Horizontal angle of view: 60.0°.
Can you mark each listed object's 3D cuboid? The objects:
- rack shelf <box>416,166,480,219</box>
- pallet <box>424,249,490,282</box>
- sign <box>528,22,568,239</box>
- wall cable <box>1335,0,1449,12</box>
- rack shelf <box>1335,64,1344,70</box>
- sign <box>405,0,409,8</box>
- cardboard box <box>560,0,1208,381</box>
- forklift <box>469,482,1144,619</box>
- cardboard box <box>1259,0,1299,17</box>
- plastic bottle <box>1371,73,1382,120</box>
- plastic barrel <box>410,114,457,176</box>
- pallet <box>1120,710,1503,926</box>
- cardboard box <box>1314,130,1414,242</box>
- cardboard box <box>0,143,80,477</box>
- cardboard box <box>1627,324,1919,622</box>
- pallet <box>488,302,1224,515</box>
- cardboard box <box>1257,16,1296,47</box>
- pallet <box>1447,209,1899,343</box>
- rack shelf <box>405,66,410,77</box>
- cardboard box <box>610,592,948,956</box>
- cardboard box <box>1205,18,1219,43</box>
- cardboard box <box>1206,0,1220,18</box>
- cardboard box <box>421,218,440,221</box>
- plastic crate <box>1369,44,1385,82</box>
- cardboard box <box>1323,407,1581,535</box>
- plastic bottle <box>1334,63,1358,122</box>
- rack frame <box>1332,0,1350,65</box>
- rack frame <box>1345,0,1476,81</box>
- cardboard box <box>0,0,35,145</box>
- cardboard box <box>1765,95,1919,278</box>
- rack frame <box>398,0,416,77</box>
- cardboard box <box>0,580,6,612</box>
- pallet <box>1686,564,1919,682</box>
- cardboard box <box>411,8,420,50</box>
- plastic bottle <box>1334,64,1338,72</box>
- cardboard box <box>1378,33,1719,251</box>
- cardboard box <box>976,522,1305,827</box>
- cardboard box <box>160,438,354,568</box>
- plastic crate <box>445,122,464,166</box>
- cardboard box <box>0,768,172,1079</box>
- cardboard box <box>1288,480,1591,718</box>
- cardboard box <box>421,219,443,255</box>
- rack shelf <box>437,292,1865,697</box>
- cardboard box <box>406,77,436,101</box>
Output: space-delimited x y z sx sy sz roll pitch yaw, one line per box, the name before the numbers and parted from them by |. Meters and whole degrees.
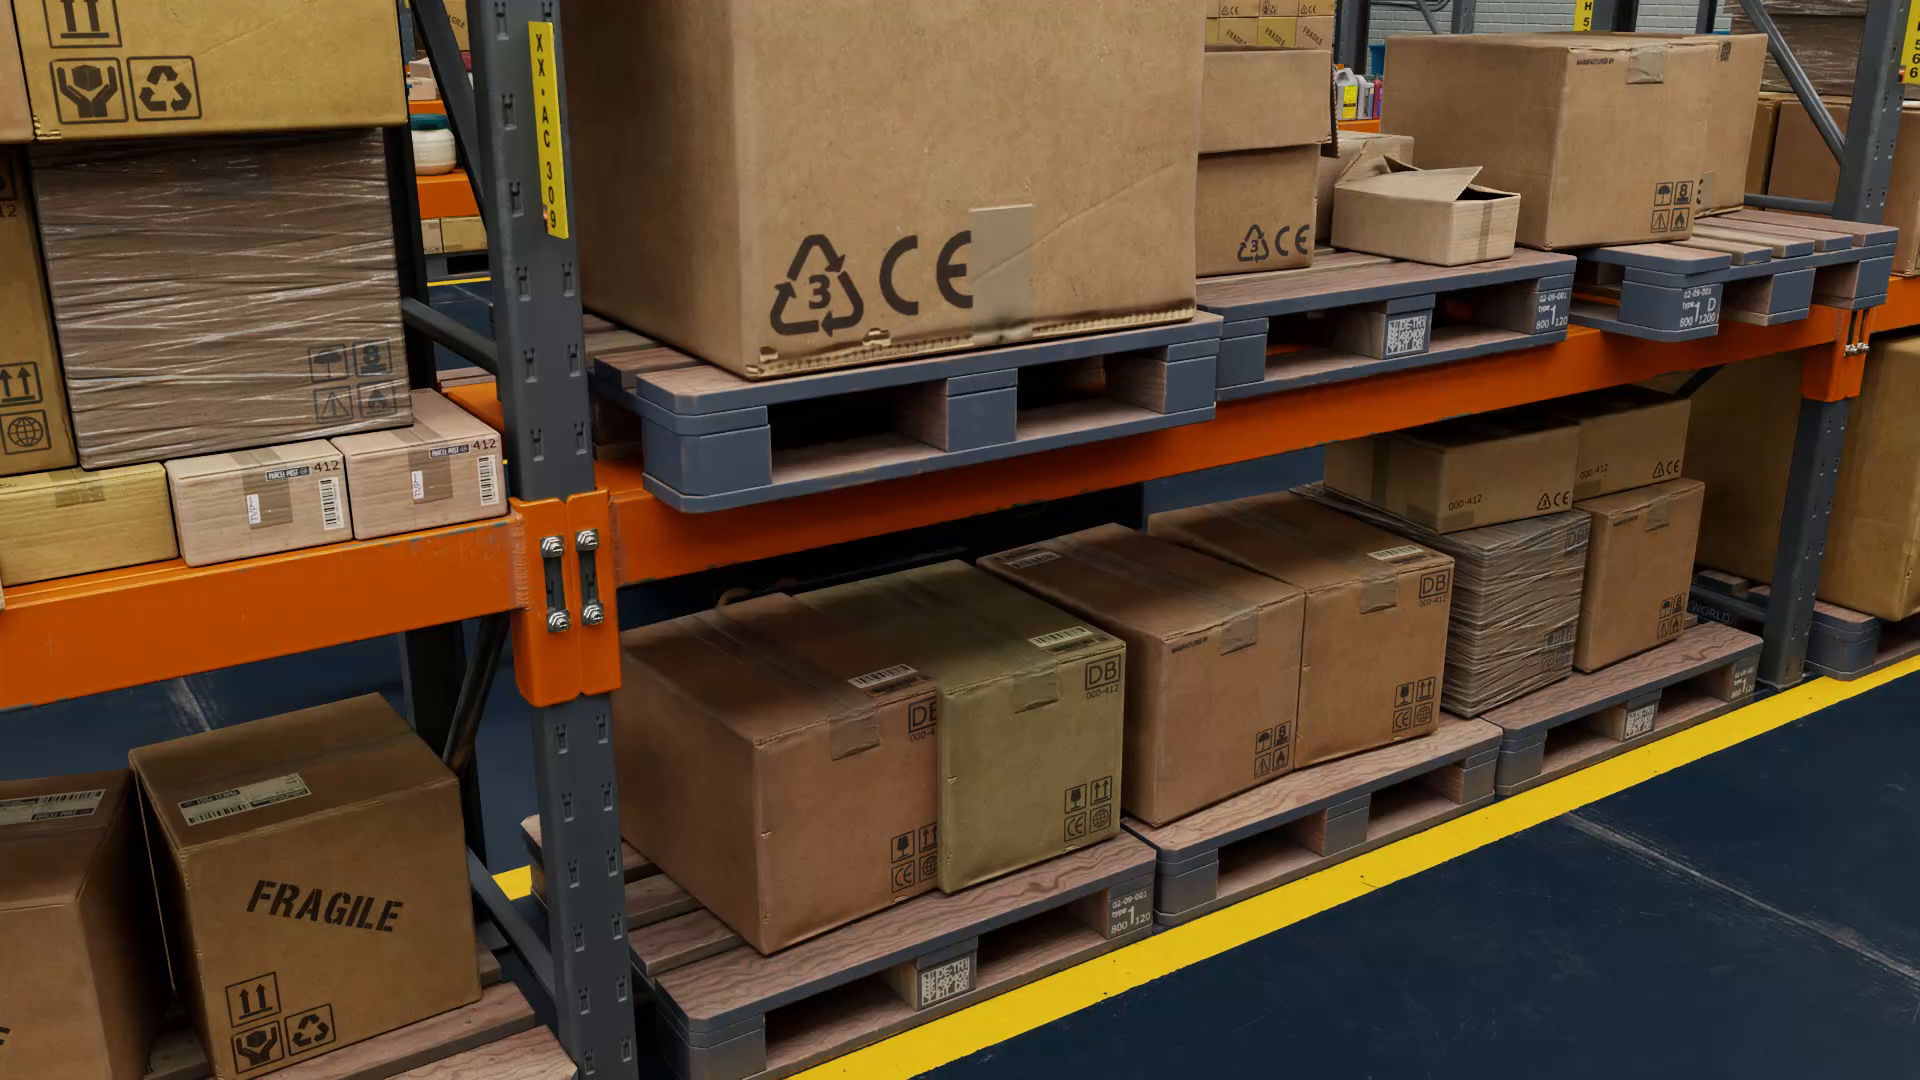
rack shelf | -2.004 -1.710 8.243 4.000 0.370 1.077 -12 22 -31
pallet | -3.764 -2.273 13.140 1.213 0.211 1.003 -12 22 -31
sign | -0.646 -0.640 2.604 0.005 0.325 0.100 -12 22 -31
wall cable | 5.819 -8.734 23.377 0.112 2.526 3.097 -12 22 -31
rack shelf | 1.956 -4.445 16.333 4.000 0.370 1.077 -12 22 -31
sign | -5.476 -5.421 16.411 0.005 0.325 0.100 -12 22 -31
cardboard box | -0.210 -0.960 3.307 1.000 1.000 1.000 -12 22 -31
forklift | -0.787 -1.249 5.863 3.031 2.935 1.130 -11 22 -30
cardboard box | 2.985 -5.418 16.370 0.500 0.500 0.500 -11 22 -30
plastic bottle | 2.688 -2.844 10.655 0.133 0.283 0.061 -12 22 -31
plastic barrel | -2.485 -1.825 7.677 0.301 0.262 0.301 0 19 0
pallet | 0.719 0.593 4.660 1.213 0.211 1.003 -12 22 -31
cardboard box | 0.864 -0.973 4.517 0.500 0.250 0.500 -13 22 -33
cardboard box | -1.797 -0.421 2.686 0.500 0.500 0.875 -12 22 -31
cardboard box | 2.978 -0.387 5.868 0.875 0.875 1.225 -13 23 -34
pallet | -0.232 -0.379 3.481 1.213 0.211 1.003 -12 22 -31
cardboard box | 2.971 -4.941 16.522 0.500 0.500 0.500 -12 22 -31
pallet | 1.854 -0.834 4.827 1.003 0.211 1.213 -12 22 -31
rack shelf | -7.453 -4.360 16.082 4.000 0.370 1.077 -12 22 -31
cardboard box | -0.426 0.499 3.800 0.500 0.500 0.700 -14 23 -36
cardboard box | 2.130 -4.766 16.004 0.500 0.500 0.500 -12 22 -32
cardboard box | 2.125 -5.235 15.828 0.500 0.500 0.500 -11 22 -30
cardboard box | -4.210 -2.551 12.370 0.500 0.311 0.500 -12 22 -32
plastic crate | 3.209 -3.302 11.760 0.575 0.384 0.392 -12 22 -31
cardboard box | 1.410 -0.236 4.804 0.500 0.250 0.500 -9 21 -25
plastic bottle | 2.419 -2.835 10.524 0.185 0.351 0.144 -12 22 -31
rack frame | 3.627 -5.138 17.259 0.127 3.000 1.000 -12 22 -31
rack frame | 3.007 -3.108 11.254 0.127 3.000 1.000 -12 22 -31
cardboard box | -1.592 -0.795 2.230 0.500 0.500 0.500 -12 22 -31
cardboard box | 2.946 -1.139 5.274 0.500 0.500 0.500 -11 22 -30
rack frame | -5.782 -5.053 17.009 0.127 3.000 1.000 -12 22 -31
cardboard box | -1.572 0.005 2.439 0.250 0.149 0.380 -12 22 -31
pallet | 3.090 0.124 6.049 1.213 0.211 1.003 -12 22 -31
cardboard box | -5.533 -5.405 17.396 0.500 0.500 0.500 -12 22 -31
plastic bottle | 2.501 -3.102 11.314 0.185 0.351 0.144 -12 22 -31
cardboard box | 1.550 -1.094 4.485 0.500 0.500 0.700 -8 20 -23
cardboard box | 0.450 0.322 4.326 0.500 0.500 0.700 -14 23 -36
cardboard box | -1.182 -0.097 2.740 0.250 0.149 0.380 -12 22 -31
plastic crate | -2.375 -1.981 8.251 0.662 0.188 0.450 -12 22 -31
cardboard box | -1.781 0.774 3.019 0.500 0.500 0.500 -5 19 -14
cardboard box | 1.386 0.122 4.917 0.500 0.500 0.700 -14 23 -36
cardboard box | -4.210 -2.288 12.466 0.500 0.250 0.500 -11 22 -30
rack shelf | 0.720 -0.385 4.325 4.000 0.370 1.077 -12 22 -31
cardboard box | -4.089 -3.370 12.422 0.250 0.149 0.380 -10 21 -27
